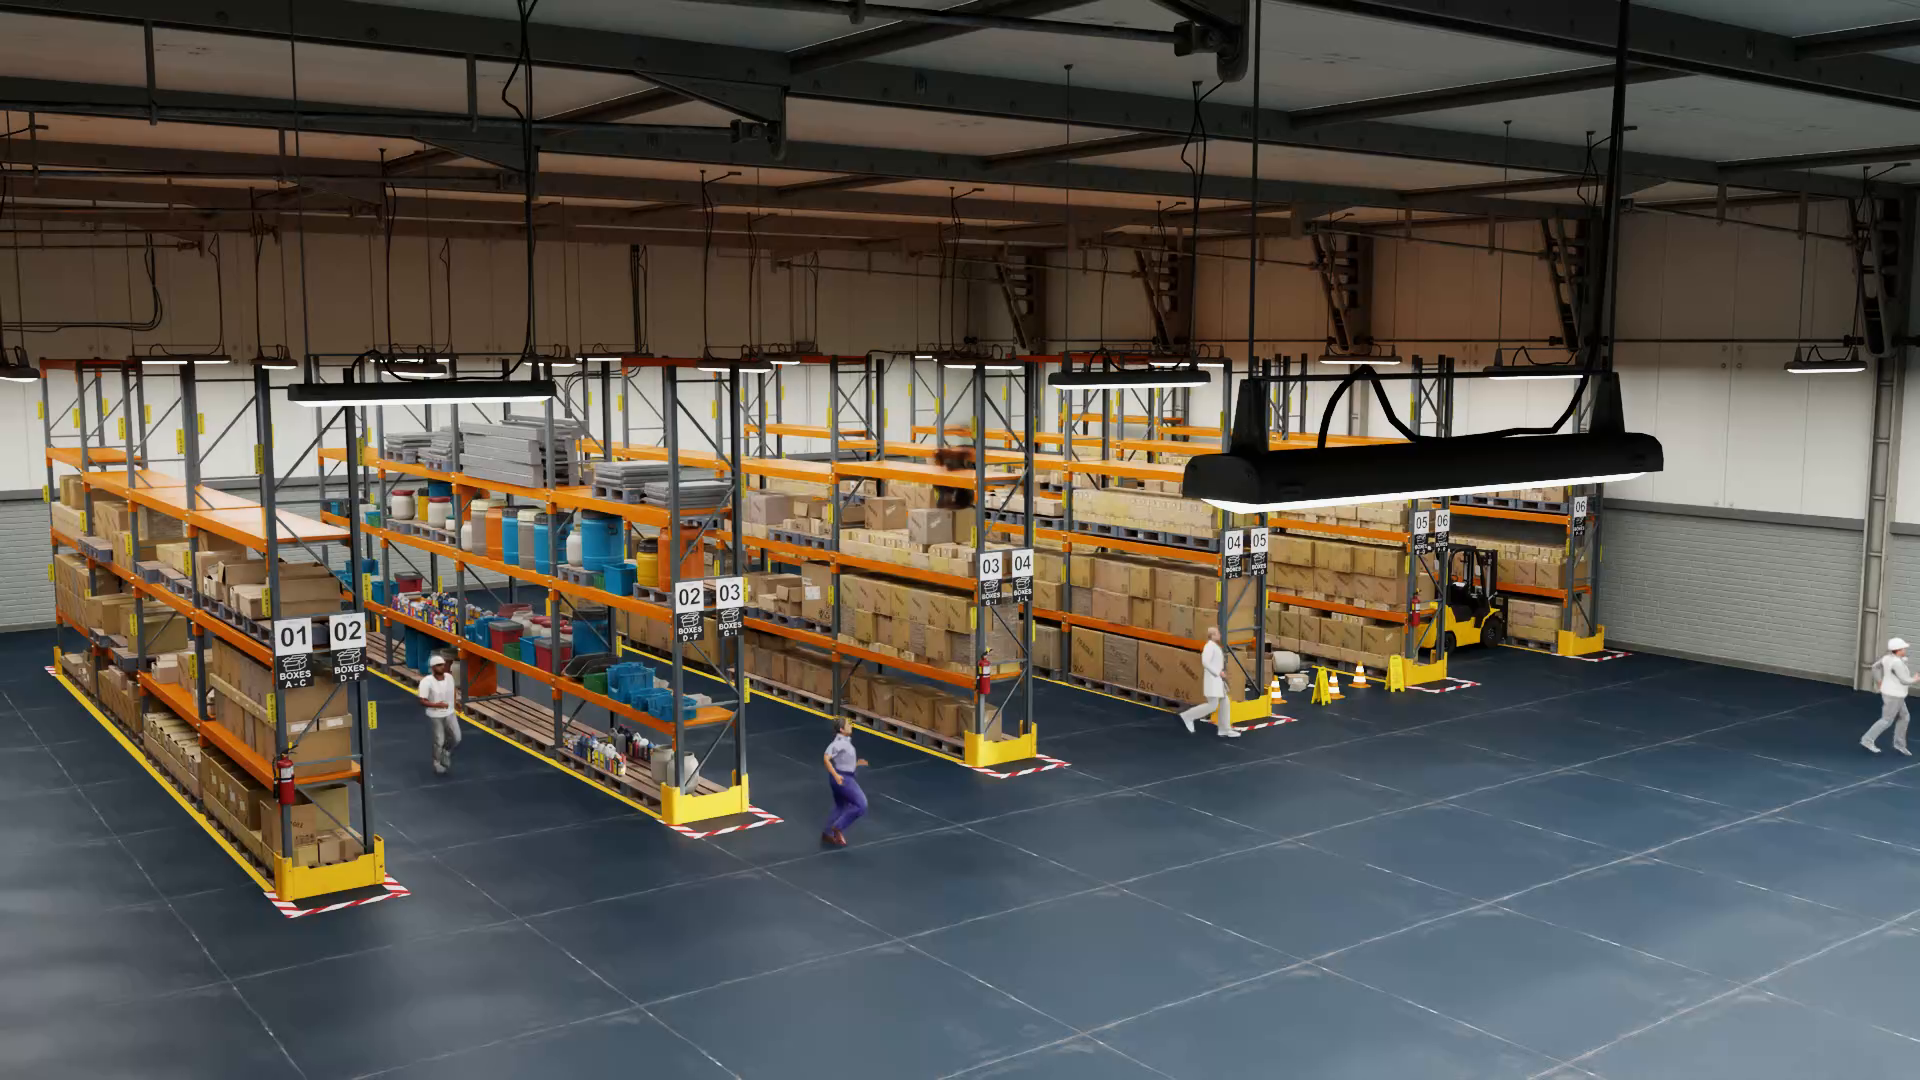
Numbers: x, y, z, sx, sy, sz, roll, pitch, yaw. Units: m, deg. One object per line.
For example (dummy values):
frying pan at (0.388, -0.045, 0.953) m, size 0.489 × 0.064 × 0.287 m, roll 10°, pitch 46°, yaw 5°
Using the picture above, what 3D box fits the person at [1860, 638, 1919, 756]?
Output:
person at (14.232, 2.409, 25.387) m, size 0.808 × 1.845 × 0.645 m, roll 2°, pitch 7°, yaw 18°

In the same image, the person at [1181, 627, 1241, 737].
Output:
person at (4.050, 2.267, 26.725) m, size 0.964 × 1.748 × 0.780 m, roll 1°, pitch 7°, yaw 12°

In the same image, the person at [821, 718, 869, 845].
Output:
person at (-1.447, 3.024, 20.882) m, size 0.612 × 1.610 × 0.591 m, roll -1°, pitch 7°, yaw -5°

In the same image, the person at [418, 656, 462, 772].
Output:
person at (-7.561, 2.548, 24.321) m, size 0.617 × 1.725 × 0.686 m, roll 6°, pitch 9°, yaw 42°
